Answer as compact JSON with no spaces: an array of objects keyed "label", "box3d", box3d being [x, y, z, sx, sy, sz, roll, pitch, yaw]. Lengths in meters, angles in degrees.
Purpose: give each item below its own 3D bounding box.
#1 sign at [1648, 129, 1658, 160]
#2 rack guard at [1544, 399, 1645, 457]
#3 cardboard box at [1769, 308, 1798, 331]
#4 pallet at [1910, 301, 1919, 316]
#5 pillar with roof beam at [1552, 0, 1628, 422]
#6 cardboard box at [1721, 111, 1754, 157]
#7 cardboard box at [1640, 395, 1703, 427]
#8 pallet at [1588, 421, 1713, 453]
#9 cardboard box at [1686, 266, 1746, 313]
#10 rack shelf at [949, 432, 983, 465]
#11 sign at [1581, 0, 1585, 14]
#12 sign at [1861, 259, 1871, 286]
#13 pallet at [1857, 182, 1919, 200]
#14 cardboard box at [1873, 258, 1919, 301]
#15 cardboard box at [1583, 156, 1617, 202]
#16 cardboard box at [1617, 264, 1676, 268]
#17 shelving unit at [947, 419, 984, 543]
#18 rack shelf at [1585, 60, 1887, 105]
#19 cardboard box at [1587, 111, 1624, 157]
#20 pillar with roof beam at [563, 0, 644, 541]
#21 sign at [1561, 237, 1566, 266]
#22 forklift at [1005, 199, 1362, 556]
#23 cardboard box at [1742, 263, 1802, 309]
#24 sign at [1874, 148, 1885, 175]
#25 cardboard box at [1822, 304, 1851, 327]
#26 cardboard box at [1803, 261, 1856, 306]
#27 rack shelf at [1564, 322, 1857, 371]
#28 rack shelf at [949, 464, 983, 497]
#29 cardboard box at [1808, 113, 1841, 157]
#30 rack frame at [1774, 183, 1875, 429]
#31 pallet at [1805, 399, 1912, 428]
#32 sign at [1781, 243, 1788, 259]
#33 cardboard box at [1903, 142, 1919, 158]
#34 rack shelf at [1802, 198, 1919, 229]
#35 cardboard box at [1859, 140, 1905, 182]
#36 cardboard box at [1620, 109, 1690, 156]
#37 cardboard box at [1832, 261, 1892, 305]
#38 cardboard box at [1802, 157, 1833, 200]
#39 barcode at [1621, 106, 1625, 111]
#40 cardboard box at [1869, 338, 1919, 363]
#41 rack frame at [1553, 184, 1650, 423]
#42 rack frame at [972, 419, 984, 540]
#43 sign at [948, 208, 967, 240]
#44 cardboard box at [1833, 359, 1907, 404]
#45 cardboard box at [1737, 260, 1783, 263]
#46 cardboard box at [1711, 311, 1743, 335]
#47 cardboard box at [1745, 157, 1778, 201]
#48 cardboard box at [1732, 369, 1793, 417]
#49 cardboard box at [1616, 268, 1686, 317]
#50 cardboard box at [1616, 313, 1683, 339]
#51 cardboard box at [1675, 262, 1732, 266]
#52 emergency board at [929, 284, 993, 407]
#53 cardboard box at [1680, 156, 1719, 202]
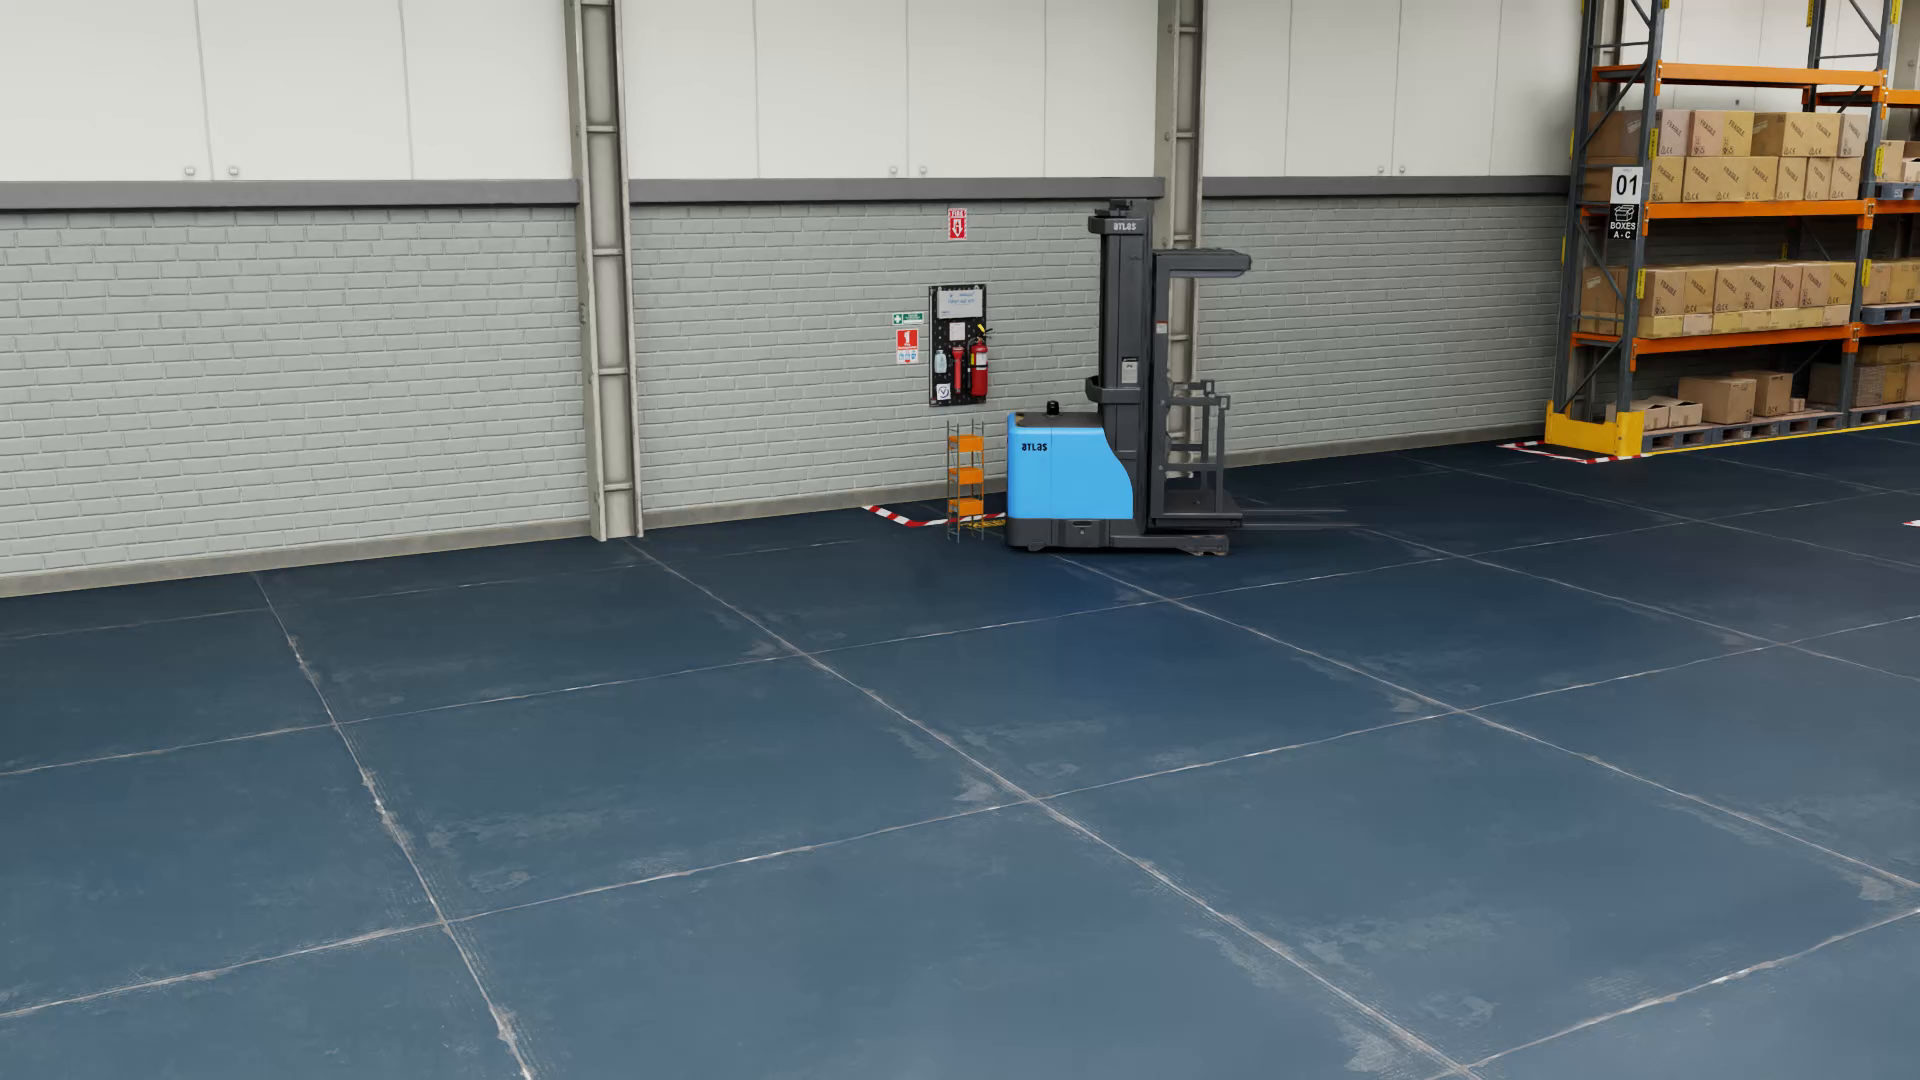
[{"label":"sign","box3d":[7.544,-4.309,18.103,0.005,0.325,0.100,-7,14,-28]},{"label":"rack guard","box3d":[7.351,-1.313,19.303,0.348,0.500,1.175,-7,14,-28]},{"label":"cardboard box","box3d":[9.649,-2.666,19.922,0.500,0.250,0.500,-7,14,-28]},{"label":"pallet","box3d":[12.588,-3.056,21.793,1.213,0.211,1.003,-7,14,-28]},{"label":"pillar with roof beam","box3d":[9.547,-4.862,15.715,0.400,9.000,9.100,-7,14,-28]},{"label":"cardboard box","box3d":[8.647,-4.627,18.953,0.500,0.500,0.500,-6,14,-26]},{"label":"cardboard box","box3d":[8.435,-1.542,19.752,0.500,0.311,0.500,-6,14,-23]},{"label":"pallet","box3d":[8.081,-1.250,19.684,1.213,0.211,1.003,-7,14,-28]},{"label":"cardboard box","box3d":[8.742,-2.922,19.349,0.500,0.500,0.500,-7,15,-30]},{"label":"rack shelf","box3d":[0.047,-0.784,14.459,0.240,0.259,0.215,-7,14,-28]},{"label":"sign","box3d":[7.036,-6.093,18.699,0.005,0.325,0.100,-7,14,-28]},{"label":"sign","box3d":[11.062,-3.263,20.306,0.005,0.325,0.100,-7,14,-28]},{"label":"pallet","box3d":[11.388,-4.361,20.751,1.003,0.211,1.213,-7,14,-28]},{"label":"cardboard box","box3d":[12.315,-3.388,21.602,0.500,0.500,0.700,-5,14,-20]},{"label":"cardboard box","box3d":[7.529,-4.139,19.062,0.500,0.500,0.500,-6,14,-24]},{"label":"cardboard box","box3d":[8.042,-2.968,19.554,0.500,0.500,0.500,-7,14,-27]},{"label":"shelving unit","box3d":[0.047,-0.518,14.519,0.252,1.050,0.215,-7,14,-28]},{"label":"rack shelf","box3d":[9.039,-5.309,19.348,4.000,0.370,1.077,-7,14,-28]},{"label":"cardboard box","box3d":[7.537,-4.629,18.966,0.500,0.500,0.500,-6,14,-25]},{"label":"pillar with roof beam","box3d":[-0.986,-3.599,10.106,0.400,9.000,9.100,-7,14,-28]},{"label":"sign","box3d":[7.036,-3.352,19.315,0.005,0.325,0.100,-7,14,-28]},{"label":"forklift","box3d":[1.916,-1.416,14.224,3.031,2.935,1.130,0,13,1]},{"label":"cardboard box","box3d":[9.646,-3.033,19.844,0.500,0.500,0.500,-7,15,-29]},{"label":"sign","box3d":[11.062,-4.557,20.015,0.005,0.325,0.100,-7,14,-28]},{"label":"cardboard box","box3d":[10.524,-2.773,20.396,0.500,0.250,0.500,-7,14,-28]},{"label":"cardboard box","box3d":[10.528,-3.138,20.309,0.500,0.500,0.500,-7,14,-28]},{"label":"rack shelf","box3d":[9.039,-2.383,20.007,4.000,0.370,1.077,-7,14,-28]},{"label":"rack shelf","box3d":[0.047,-0.507,14.521,0.240,0.259,0.215,-7,14,-28]},{"label":"cardboard box","box3d":[10.006,-4.790,19.677,0.500,0.500,0.500,-6,14,-25]},{"label":"rack frame","box3d":[10.795,-2.945,20.862,0.127,3.000,1.000,-7,14,-28]},{"label":"pallet","box3d":[11.478,-1.667,21.534,1.213,0.211,1.003,-7,14,-28]},{"label":"sign","box3d":[10.526,-3.616,21.209,0.005,0.325,0.100,-7,14,-28]},{"label":"cardboard box","box3d":[12.396,-4.834,21.240,0.500,0.500,0.500,-7,15,-30]},{"label":"rack shelf","box3d":[12.550,-4.268,21.547,4.000,0.370,1.077,-7,14,-28]},{"label":"cardboard box","box3d":[11.313,-4.704,20.663,0.500,0.500,0.500,-5,13,-20]},{"label":"cardboard box","box3d":[7.738,-4.527,18.513,0.500,0.500,0.500,-8,15,-32]},{"label":"cardboard box","box3d":[11.258,-3.255,21.012,0.500,0.500,0.700,-7,14,-28]},{"label":"cardboard box","box3d":[10.020,-4.315,19.847,0.500,0.500,0.500,-8,15,-33]},{"label":"barcode","box3d":[7.668,-4.988,19.237,0.075,0.075,0.001,-7,14,-28]},{"label":"cardboard box","box3d":[12.273,-2.489,21.820,0.500,0.250,0.500,-7,15,-29]},{"label":"rack frame","box3d":[7.284,-2.524,18.993,0.127,3.000,1.000,-7,14,-28]},{"label":"rack frame","box3d":[0.154,-0.531,14.576,0.008,1.050,0.200,-7,14,-28]},{"label":"sign","box3d":[-0.025,-3.030,15.960,0.199,0.298,0.001,-7,14,-28]},{"label":"cardboard box","box3d":[11.863,-2.085,21.731,0.500,0.500,0.700,-7,15,-29]},{"label":"cardboard box","box3d":[9.826,-3.184,20.515,0.500,0.500,0.500,-7,14,-28]},{"label":"cardboard box","box3d":[8.763,-2.561,19.451,0.500,0.250,0.500,-7,15,-29]},{"label":"cardboard box","box3d":[9.100,-4.198,19.328,0.500,0.500,0.500,-6,14,-24]},{"label":"cardboard box","box3d":[9.903,-1.823,20.569,0.500,0.500,0.500,-8,15,-32]},{"label":"cardboard box","box3d":[7.847,-2.819,18.890,0.500,0.500,0.500,-7,14,-28]},{"label":"cardboard box","box3d":[7.864,-2.451,18.963,0.500,0.250,0.500,-7,15,-29]},{"label":"cardboard box","box3d":[8.936,-3.076,20.035,0.500,0.500,0.500,-7,14,-27]},{"label":"emergency board","box3d":[0.030,-1.881,16.133,0.643,1.169,0.194,-7,14,-28]},{"label":"cardboard box","box3d":[8.186,-4.083,18.813,0.500,0.500,0.500,-6,14,-24]}]
